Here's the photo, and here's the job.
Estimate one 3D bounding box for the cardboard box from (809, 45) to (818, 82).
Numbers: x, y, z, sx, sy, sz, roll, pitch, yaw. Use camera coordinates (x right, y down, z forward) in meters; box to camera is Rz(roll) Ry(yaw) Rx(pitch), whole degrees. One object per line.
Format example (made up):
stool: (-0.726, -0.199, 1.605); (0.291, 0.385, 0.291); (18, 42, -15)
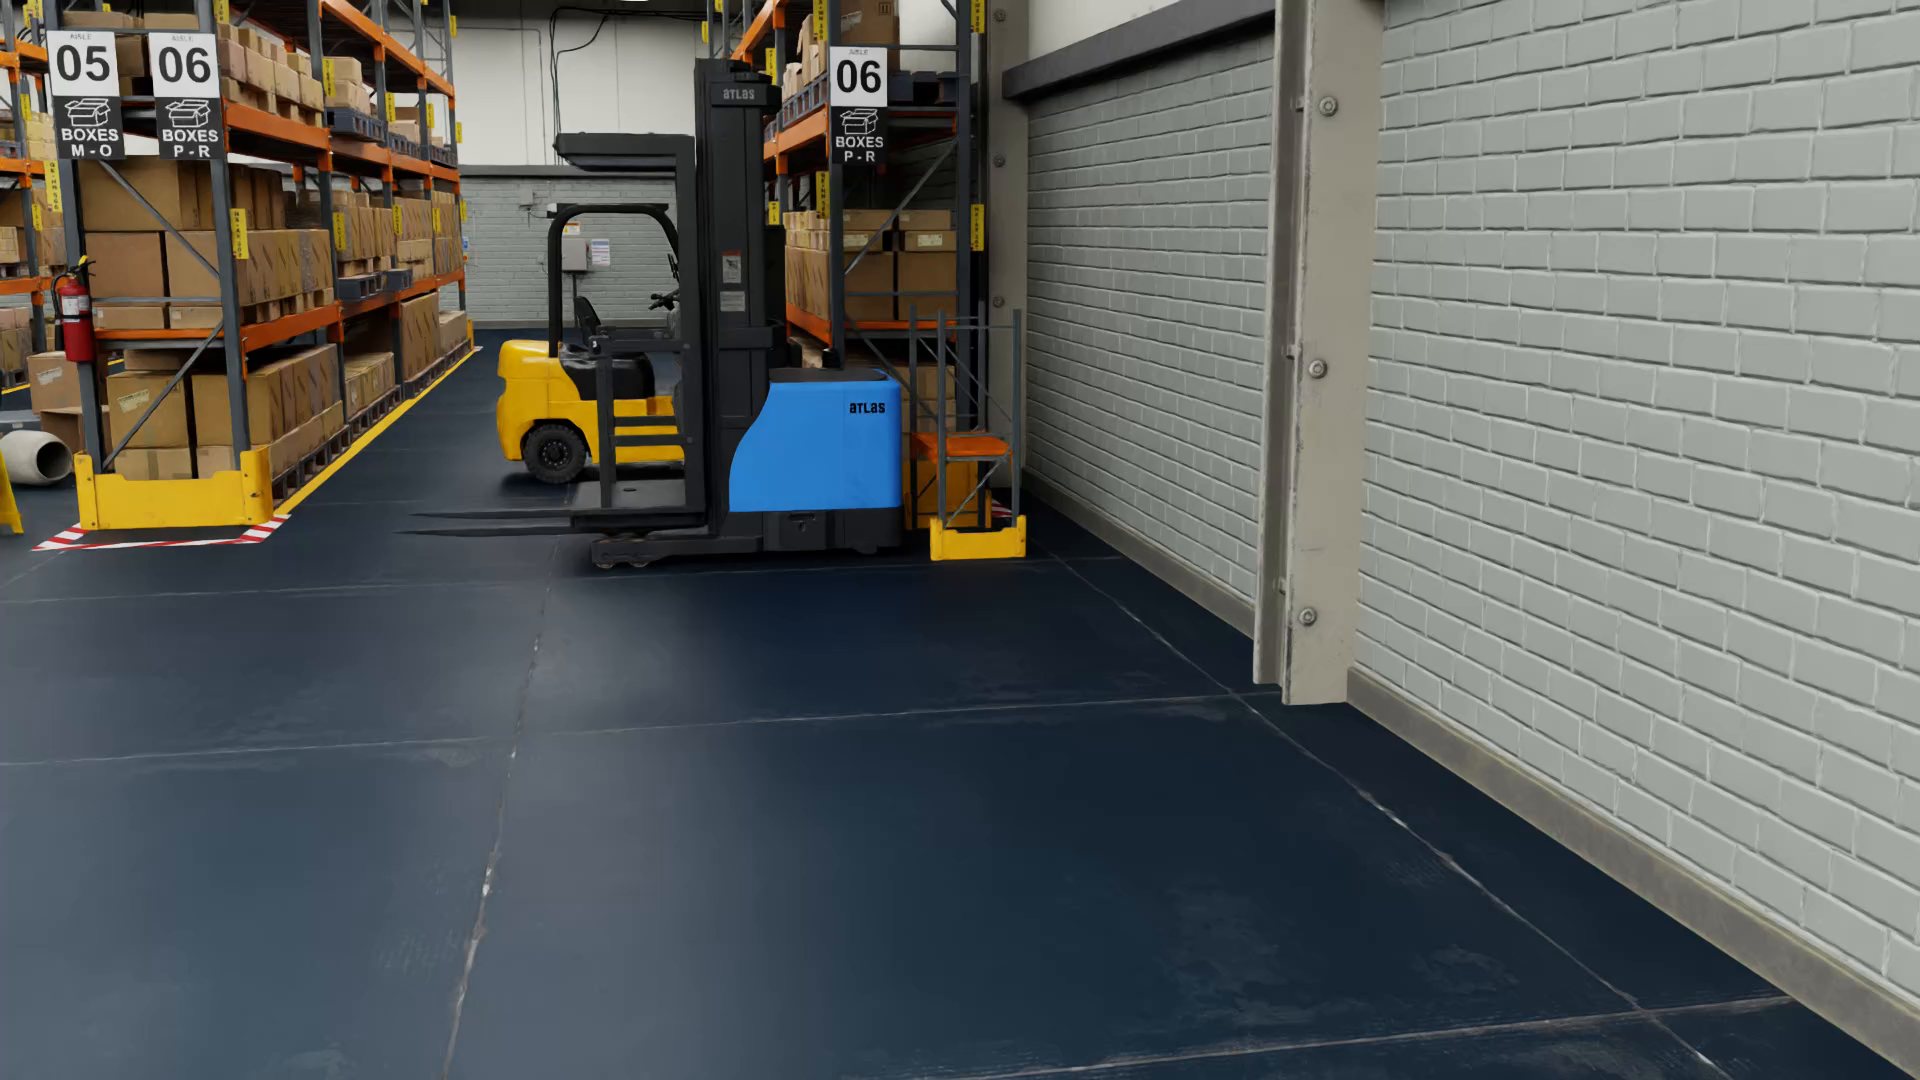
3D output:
cardboard box: (-0.933, -3.607, 12.572); (0.396, 0.266, 0.258); (-2, 11, -11)

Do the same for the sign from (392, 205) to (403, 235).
sign: (-6.319, -3.594, 18.673); (0.100, 0.325, 0.005); (-2, 11, -11)

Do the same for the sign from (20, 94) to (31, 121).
sign: (-11.919, -5.520, 21.216); (0.100, 0.325, 0.005); (-2, 11, -11)

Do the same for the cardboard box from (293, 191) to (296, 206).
cardboard box: (-6.606, -3.281, 15.992); (0.380, 0.149, 0.250); (-3, 11, -13)

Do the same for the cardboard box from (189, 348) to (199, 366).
cardboard box: (-5.888, -1.367, 12.345); (0.380, 0.149, 0.250); (-2, 11, -10)

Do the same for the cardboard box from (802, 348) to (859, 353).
cardboard box: (-1.125, -1.455, 13.877); (0.500, 0.250, 0.500); (-2, 11, -12)

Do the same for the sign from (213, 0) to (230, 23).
sign: (-4.761, -3.498, 10.694); (0.100, 0.325, 0.005); (-2, 11, -11)

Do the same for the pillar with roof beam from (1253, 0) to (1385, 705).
pillar with roof beam: (-2.732, -3.607, 5.582); (9.100, 9.000, 0.400); (-2, 11, -11)

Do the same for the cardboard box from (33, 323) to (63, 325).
cardboard box: (-12.493, -2.891, 22.773); (0.380, 0.149, 0.250); (-2, 11, -12)

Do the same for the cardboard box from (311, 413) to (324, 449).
cardboard box: (-5.485, -0.875, 13.504); (0.500, 0.250, 0.500); (-2, 11, -10)

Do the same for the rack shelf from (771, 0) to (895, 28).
rack shelf: (-0.814, -4.521, 13.375); (1.077, 0.370, 4.000); (-2, 11, -11)

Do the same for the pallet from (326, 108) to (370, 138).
pallet: (-6.087, -3.808, 15.159); (1.213, 0.211, 1.003); (-2, 11, -11)

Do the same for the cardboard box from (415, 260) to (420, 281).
cardboard box: (-7.010, -3.348, 20.667); (0.500, 0.250, 0.500); (-2, 11, -11)

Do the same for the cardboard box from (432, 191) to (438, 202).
cardboard box: (-7.579, -4.842, 23.439); (0.380, 0.149, 0.250); (-2, 11, -11)

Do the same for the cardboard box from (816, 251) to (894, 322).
cardboard box: (-0.778, -1.887, 12.319); (0.500, 0.500, 0.500); (-2, 11, -12)

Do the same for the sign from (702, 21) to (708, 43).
sign: (-4.069, -8.116, 26.562); (0.100, 0.325, 0.005); (-2, 11, -11)

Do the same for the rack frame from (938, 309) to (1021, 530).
rack frame: (0.115, -0.628, 9.984); (0.500, 1.500, 0.032); (-2, 11, -11)

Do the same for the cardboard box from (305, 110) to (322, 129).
cardboard box: (-5.710, -3.612, 14.303); (0.380, 0.149, 0.250); (-2, 11, -11)

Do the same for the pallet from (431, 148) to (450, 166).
pallet: (-8.010, -5.580, 24.207); (1.003, 0.211, 1.213); (-2, 11, -11)

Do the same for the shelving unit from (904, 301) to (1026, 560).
shelving unit: (0.015, -0.723, 10.483); (0.587, 1.500, 1.083); (-2, 11, -11)

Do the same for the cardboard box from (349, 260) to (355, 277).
cardboard box: (-5.909, -2.551, 15.626); (0.380, 0.149, 0.250); (-2, 11, -10)

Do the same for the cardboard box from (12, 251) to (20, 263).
cardboard box: (-12.192, -3.595, 21.112); (0.380, 0.149, 0.250); (-2, 11, -12)

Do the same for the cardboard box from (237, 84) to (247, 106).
cardboard box: (-5.196, -3.093, 11.574); (0.380, 0.149, 0.250); (-2, 11, -9)

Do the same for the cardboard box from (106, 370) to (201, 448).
cardboard box: (-5.705, -0.937, 11.822); (0.500, 0.500, 0.500); (-2, 11, -11)

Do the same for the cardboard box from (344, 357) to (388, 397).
cardboard box: (-6.598, -1.719, 17.611); (0.950, 0.372, 0.625); (-2, 11, -12)

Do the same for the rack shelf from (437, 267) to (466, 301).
rack shelf: (-8.016, -3.790, 24.510); (1.077, 0.370, 4.000); (-2, 11, -11)

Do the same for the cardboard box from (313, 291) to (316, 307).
cardboard box: (-5.680, -2.042, 14.073); (0.380, 0.149, 0.250); (-2, 11, -11)

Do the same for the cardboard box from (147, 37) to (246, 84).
cardboard box: (-5.130, -3.223, 11.193); (0.500, 0.250, 0.500); (-2, 11, -12)

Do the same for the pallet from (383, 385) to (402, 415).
pallet: (-6.699, -1.530, 18.168); (1.003, 0.211, 1.213); (-2, 11, -11)

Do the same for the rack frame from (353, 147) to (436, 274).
rack frame: (-7.627, -3.776, 22.515); (1.000, 3.000, 0.127); (-2, 11, -11)

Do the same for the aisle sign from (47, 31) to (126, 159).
aisle sign: (-5.566, -2.831, 10.594); (0.394, 0.787, 0.004); (-2, 11, -11)

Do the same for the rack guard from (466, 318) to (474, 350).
rack guard: (-8.410, -3.287, 26.627); (1.175, 0.500, 0.348); (-2, 11, -11)

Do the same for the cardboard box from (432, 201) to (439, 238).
cardboard box: (-7.482, -4.413, 22.918); (0.500, 0.500, 0.500); (-2, 11, -11)

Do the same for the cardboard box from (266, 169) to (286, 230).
cardboard box: (-6.198, -2.907, 14.210); (0.700, 0.500, 0.500); (-2, 11, -12)

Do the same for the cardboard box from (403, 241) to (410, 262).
cardboard box: (-6.805, -3.411, 19.662); (0.500, 0.250, 0.500); (-2, 11, -10)

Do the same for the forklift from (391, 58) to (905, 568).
forklift: (-1.904, -1.379, 10.103); (3.031, 2.935, 1.130); (-2, 11, -10)

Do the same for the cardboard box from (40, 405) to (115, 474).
cardboard box: (-7.197, -0.836, 13.747); (0.500, 0.500, 0.500); (6, 12, 28)

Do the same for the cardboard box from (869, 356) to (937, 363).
cardboard box: (-0.434, -1.290, 13.008); (0.500, 0.250, 0.500); (-2, 11, -11)

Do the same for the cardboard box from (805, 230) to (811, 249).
cardboard box: (-1.041, -2.412, 13.346); (0.380, 0.149, 0.250); (-2, 11, -11)

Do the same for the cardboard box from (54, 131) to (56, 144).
cardboard box: (-12.498, -5.505, 22.637); (0.500, 0.250, 0.500); (-2, 11, -10)

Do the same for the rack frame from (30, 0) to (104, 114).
rack frame: (-13.241, -7.259, 24.766); (1.000, 3.000, 0.127); (-2, 11, -11)

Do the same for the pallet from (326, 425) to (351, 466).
pallet: (-5.906, -0.817, 14.427); (1.003, 0.211, 1.213); (-2, 11, -11)

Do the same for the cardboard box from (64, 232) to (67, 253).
cardboard box: (-12.478, -4.057, 22.928); (0.500, 0.500, 0.500); (-2, 11, -12)

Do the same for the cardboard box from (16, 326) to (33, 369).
cardboard box: (-12.072, -2.430, 21.002); (0.500, 0.500, 0.500); (-2, 11, -12)

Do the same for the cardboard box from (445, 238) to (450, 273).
cardboard box: (-7.646, -4.105, 23.974); (0.500, 0.500, 0.500); (-2, 11, -11)

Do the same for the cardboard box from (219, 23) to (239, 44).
cardboard box: (-5.215, -3.484, 11.494); (0.380, 0.149, 0.250); (-2, 11, -11)

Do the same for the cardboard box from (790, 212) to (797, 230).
cardboard box: (-1.285, -2.793, 14.550); (0.380, 0.149, 0.250); (-2, 11, -10)

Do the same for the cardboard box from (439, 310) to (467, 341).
cardboard box: (-8.179, -3.340, 25.953); (0.875, 0.438, 0.875); (-3, 11, -13)

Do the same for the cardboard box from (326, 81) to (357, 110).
cardboard box: (-5.792, -4.037, 15.140); (0.500, 0.250, 0.500); (-2, 11, -13)

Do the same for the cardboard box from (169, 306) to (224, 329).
cardboard box: (-5.156, -1.522, 11.342); (0.380, 0.149, 0.250); (-2, 11, -11)

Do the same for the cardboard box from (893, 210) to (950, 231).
cardboard box: (-0.281, -2.340, 12.171); (0.380, 0.149, 0.250); (-2, 11, -12)

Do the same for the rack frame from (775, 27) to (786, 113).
rack frame: (-1.203, -5.437, 15.197); (1.000, 3.000, 0.127); (-2, 11, -11)
